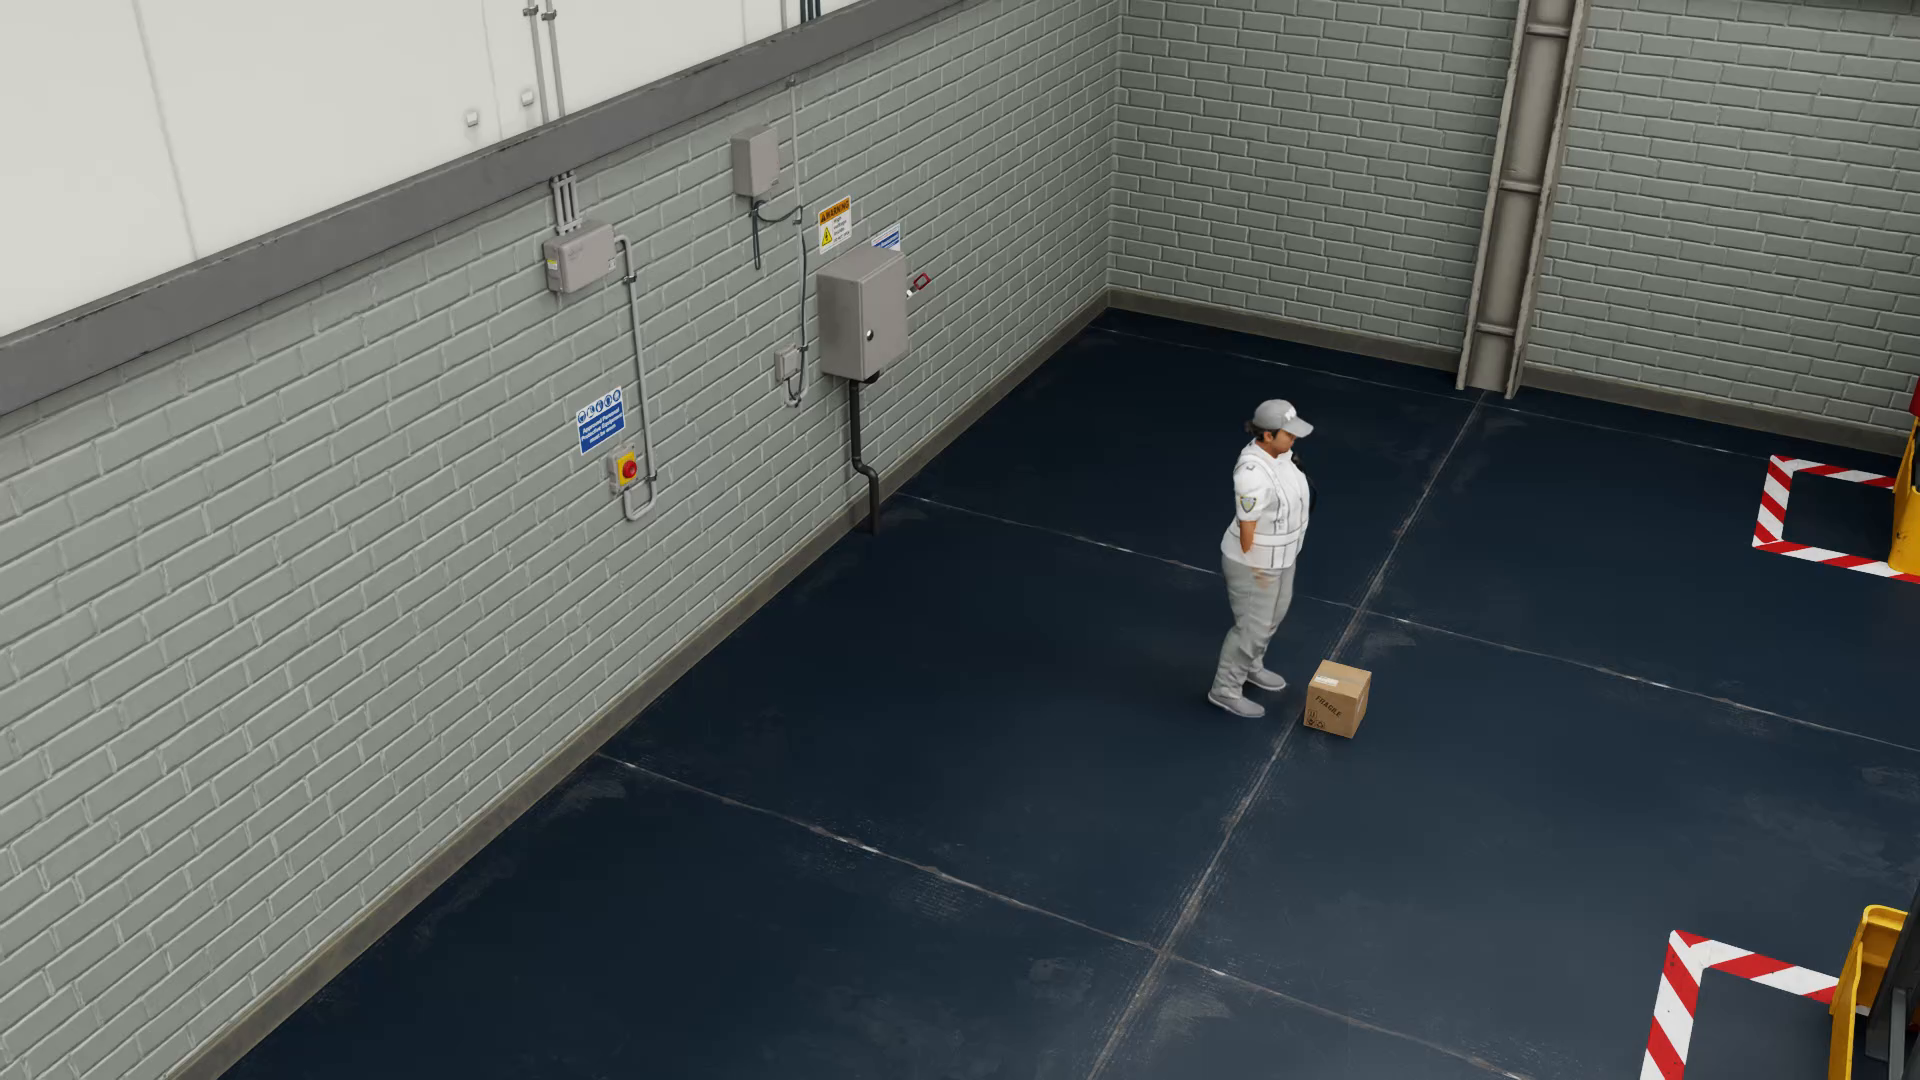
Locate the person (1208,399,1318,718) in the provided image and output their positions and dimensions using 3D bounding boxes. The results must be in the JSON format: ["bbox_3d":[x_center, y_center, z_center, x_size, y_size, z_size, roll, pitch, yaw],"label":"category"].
[{"bbox_3d":[1.494,0.076,8.175,0.389,1.671,0.468,15,34,24],"label":"person"}]
